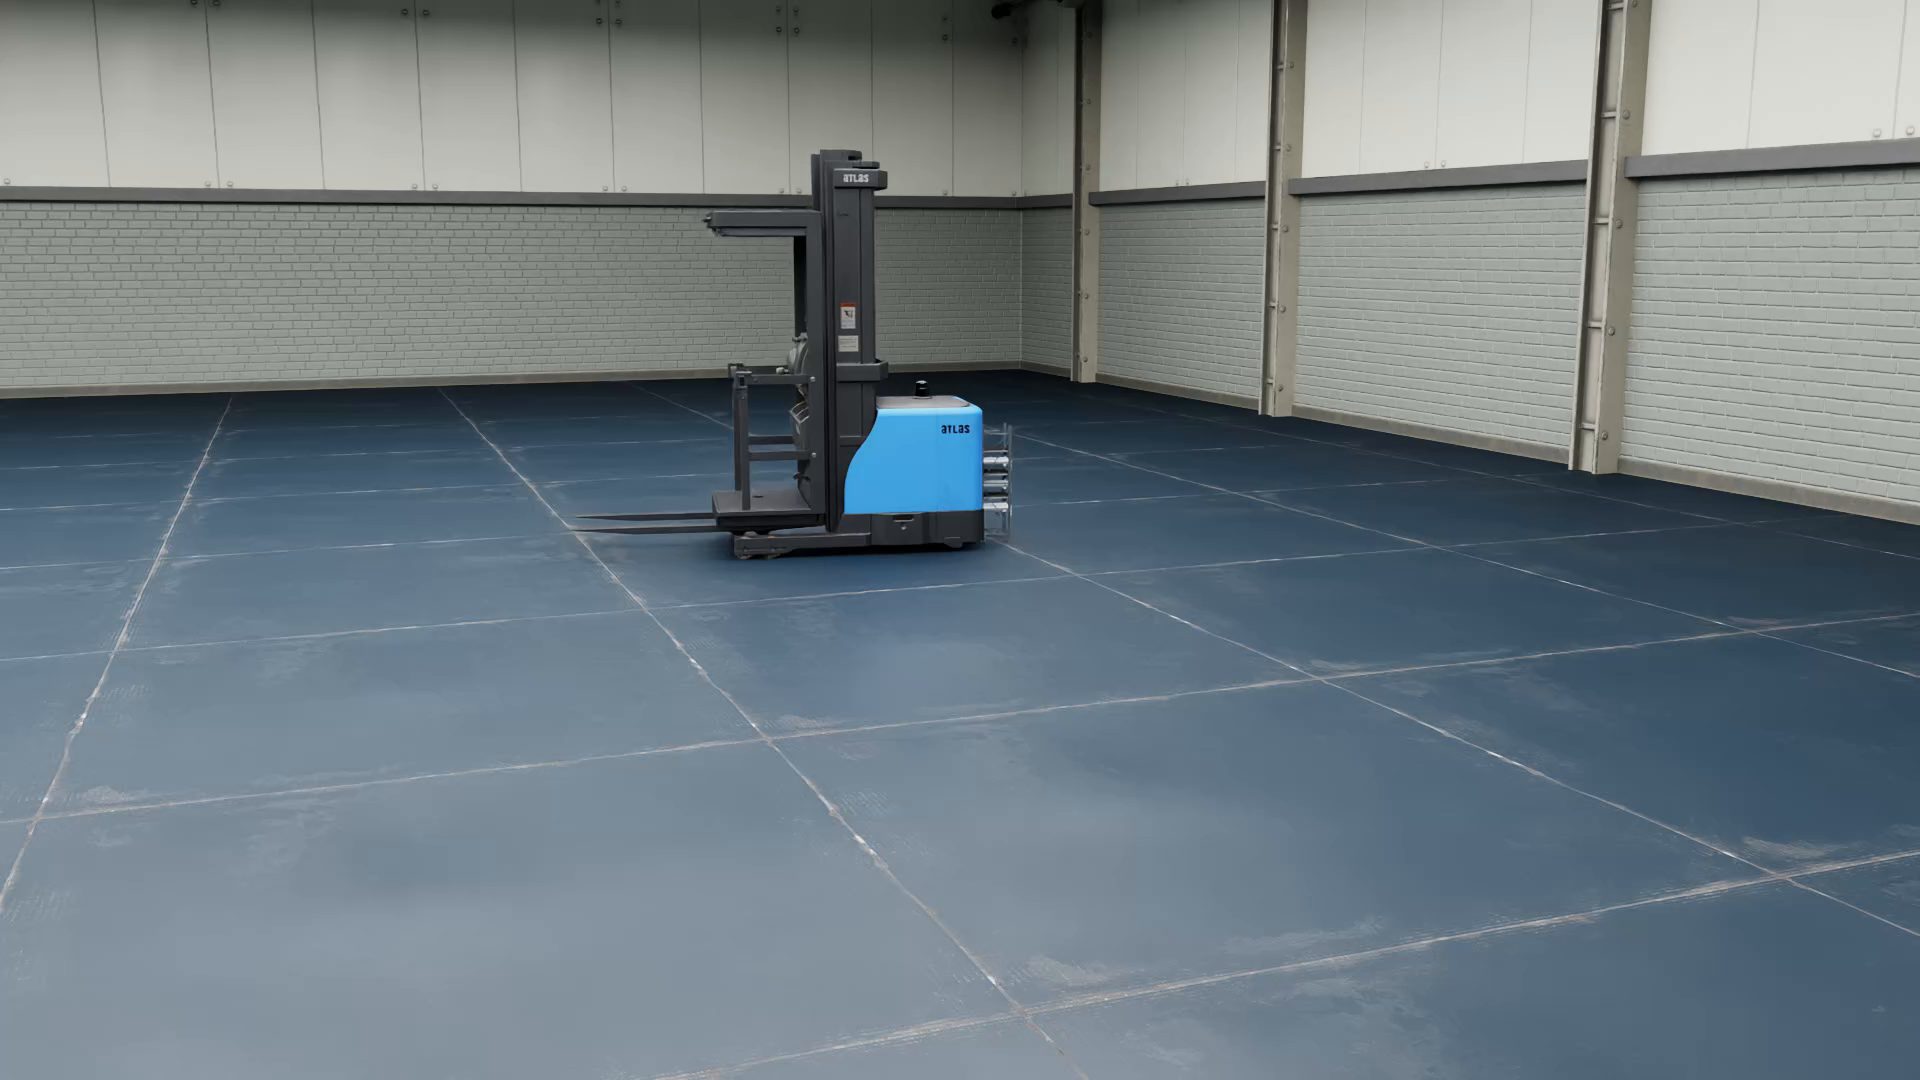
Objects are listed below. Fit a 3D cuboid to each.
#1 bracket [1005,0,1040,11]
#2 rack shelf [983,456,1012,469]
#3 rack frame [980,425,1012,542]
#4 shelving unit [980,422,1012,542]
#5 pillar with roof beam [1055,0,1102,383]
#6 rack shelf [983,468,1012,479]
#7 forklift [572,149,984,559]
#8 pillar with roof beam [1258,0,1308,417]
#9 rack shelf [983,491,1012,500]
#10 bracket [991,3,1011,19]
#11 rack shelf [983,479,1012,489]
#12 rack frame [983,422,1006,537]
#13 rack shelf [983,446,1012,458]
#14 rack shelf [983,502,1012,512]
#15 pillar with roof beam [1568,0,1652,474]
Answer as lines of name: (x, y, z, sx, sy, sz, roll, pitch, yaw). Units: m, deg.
bracket: (0.948, -9.197, 28.652, 0.076, 0.066, 3.189, -4, 11, -21)
rack shelf: (0.257, -0.594, 12.847, 0.258, 0.077, 0.200, -2, 10, -10)
rack frame: (0.275, -0.432, 12.774, 0.240, 0.900, 0.006, -2, 10, -10)
shelving unit: (0.257, -0.449, 12.873, 0.258, 0.900, 0.210, -2, 10, -10)
pillar with roof beam: (-1.938, -6.816, 25.544, 9.100, 9.000, 0.548, -4, 11, -21)
rack shelf: (0.257, -0.505, 12.863, 0.258, 0.077, 0.200, -2, 10, -10)
forklift: (-1.387, -1.403, 12.436, 3.031, 2.935, 1.130, -2, 10, -10)
pillar with roof beam: (0.236, -5.837, 20.038, 9.100, 9.000, 0.400, -4, 11, -21)
rack shelf: (0.256, -0.328, 12.894, 0.258, 0.077, 0.200, -2, 10, -10)
bracket: (0.734, -9.294, 29.194, 0.235, 0.232, 0.430, -4, 11, -21)
rack shelf: (0.257, -0.416, 12.878, 0.258, 0.077, 0.200, -2, 10, -10)
rack frame: (0.238, -0.467, 12.971, 0.240, 0.900, 0.006, -2, 10, -10)
rack shelf: (0.257, -0.682, 12.831, 0.258, 0.077, 0.200, -2, 10, -10)
rack shelf: (0.256, -0.239, 12.910, 0.258, 0.077, 0.200, -2, 10, -10)
pillar with roof beam: (2.410, -4.857, 14.533, 9.100, 9.000, 0.400, -4, 11, -21)
